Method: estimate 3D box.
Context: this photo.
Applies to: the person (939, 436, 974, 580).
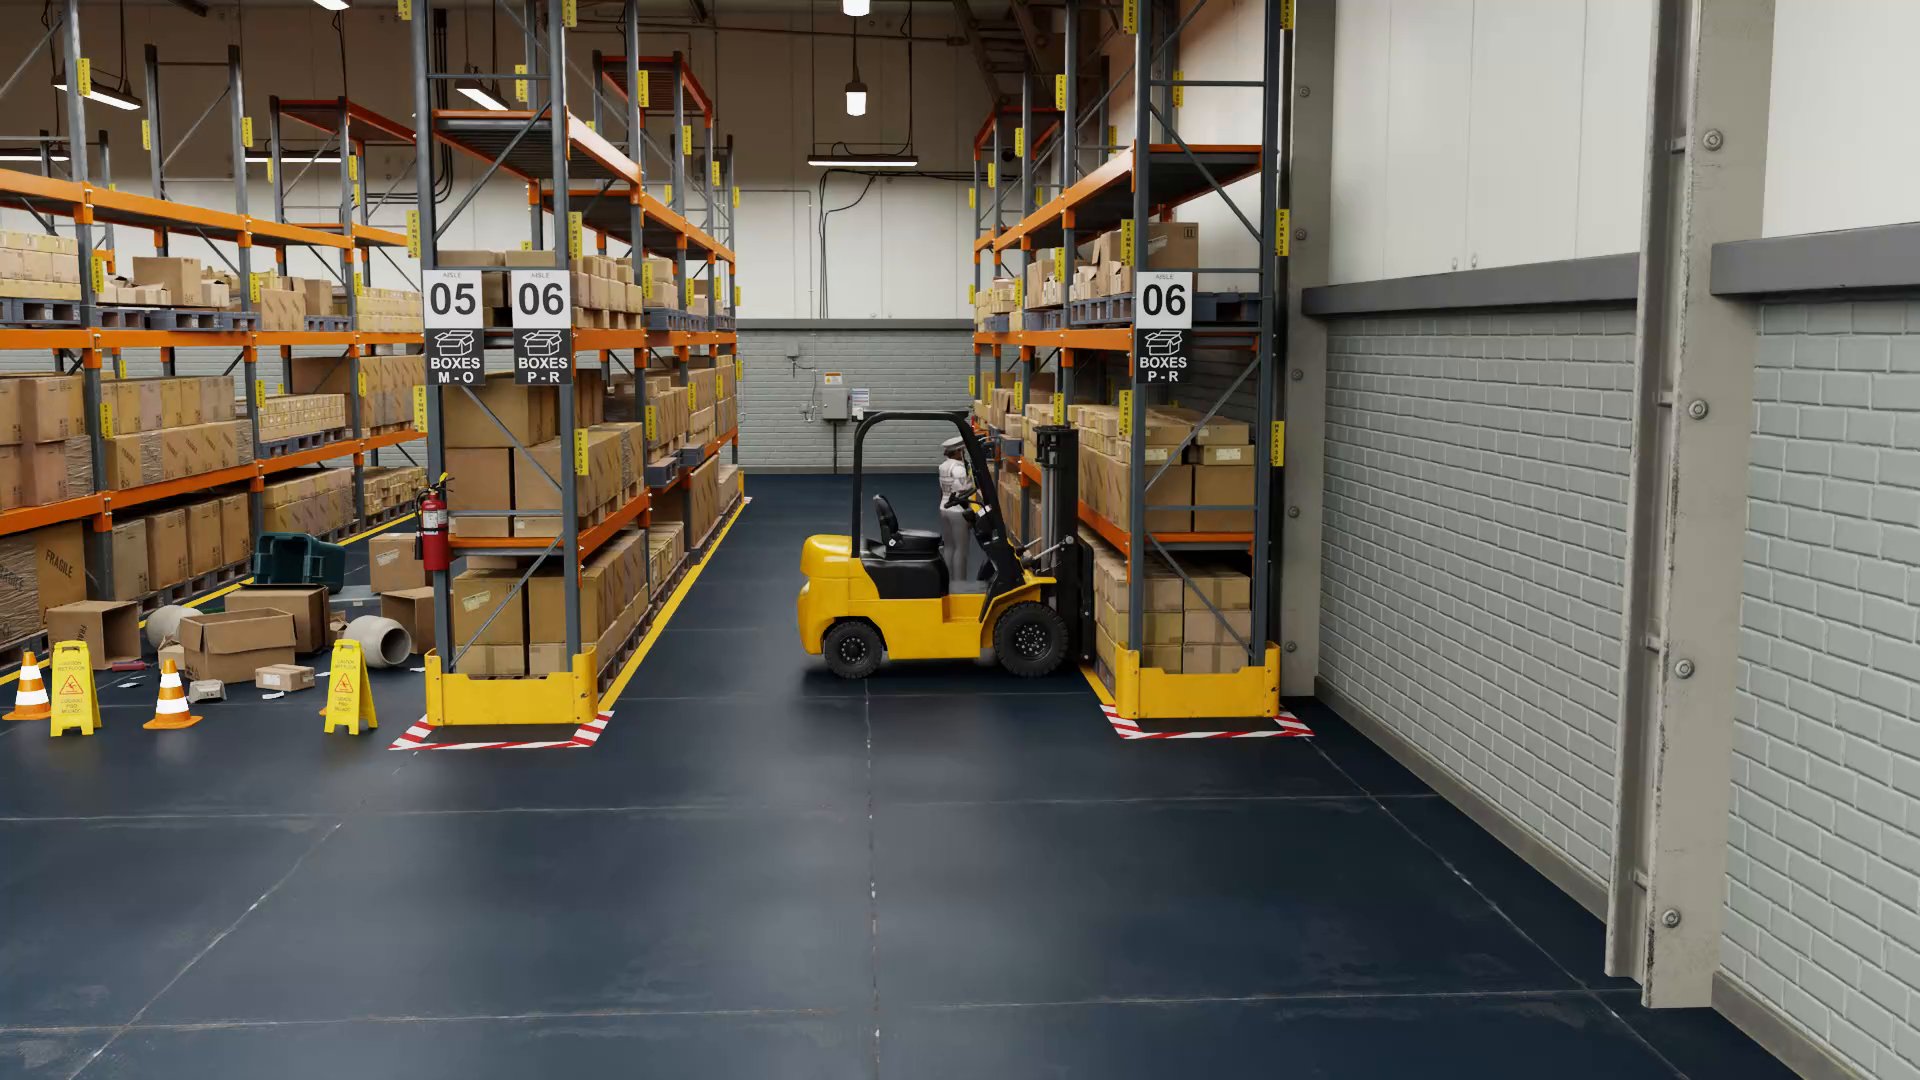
[{"bbox_3d":[-0.019,-0.264,17.793,0.361,1.694,0.448,-4,8,-27],"label":"person"}]
